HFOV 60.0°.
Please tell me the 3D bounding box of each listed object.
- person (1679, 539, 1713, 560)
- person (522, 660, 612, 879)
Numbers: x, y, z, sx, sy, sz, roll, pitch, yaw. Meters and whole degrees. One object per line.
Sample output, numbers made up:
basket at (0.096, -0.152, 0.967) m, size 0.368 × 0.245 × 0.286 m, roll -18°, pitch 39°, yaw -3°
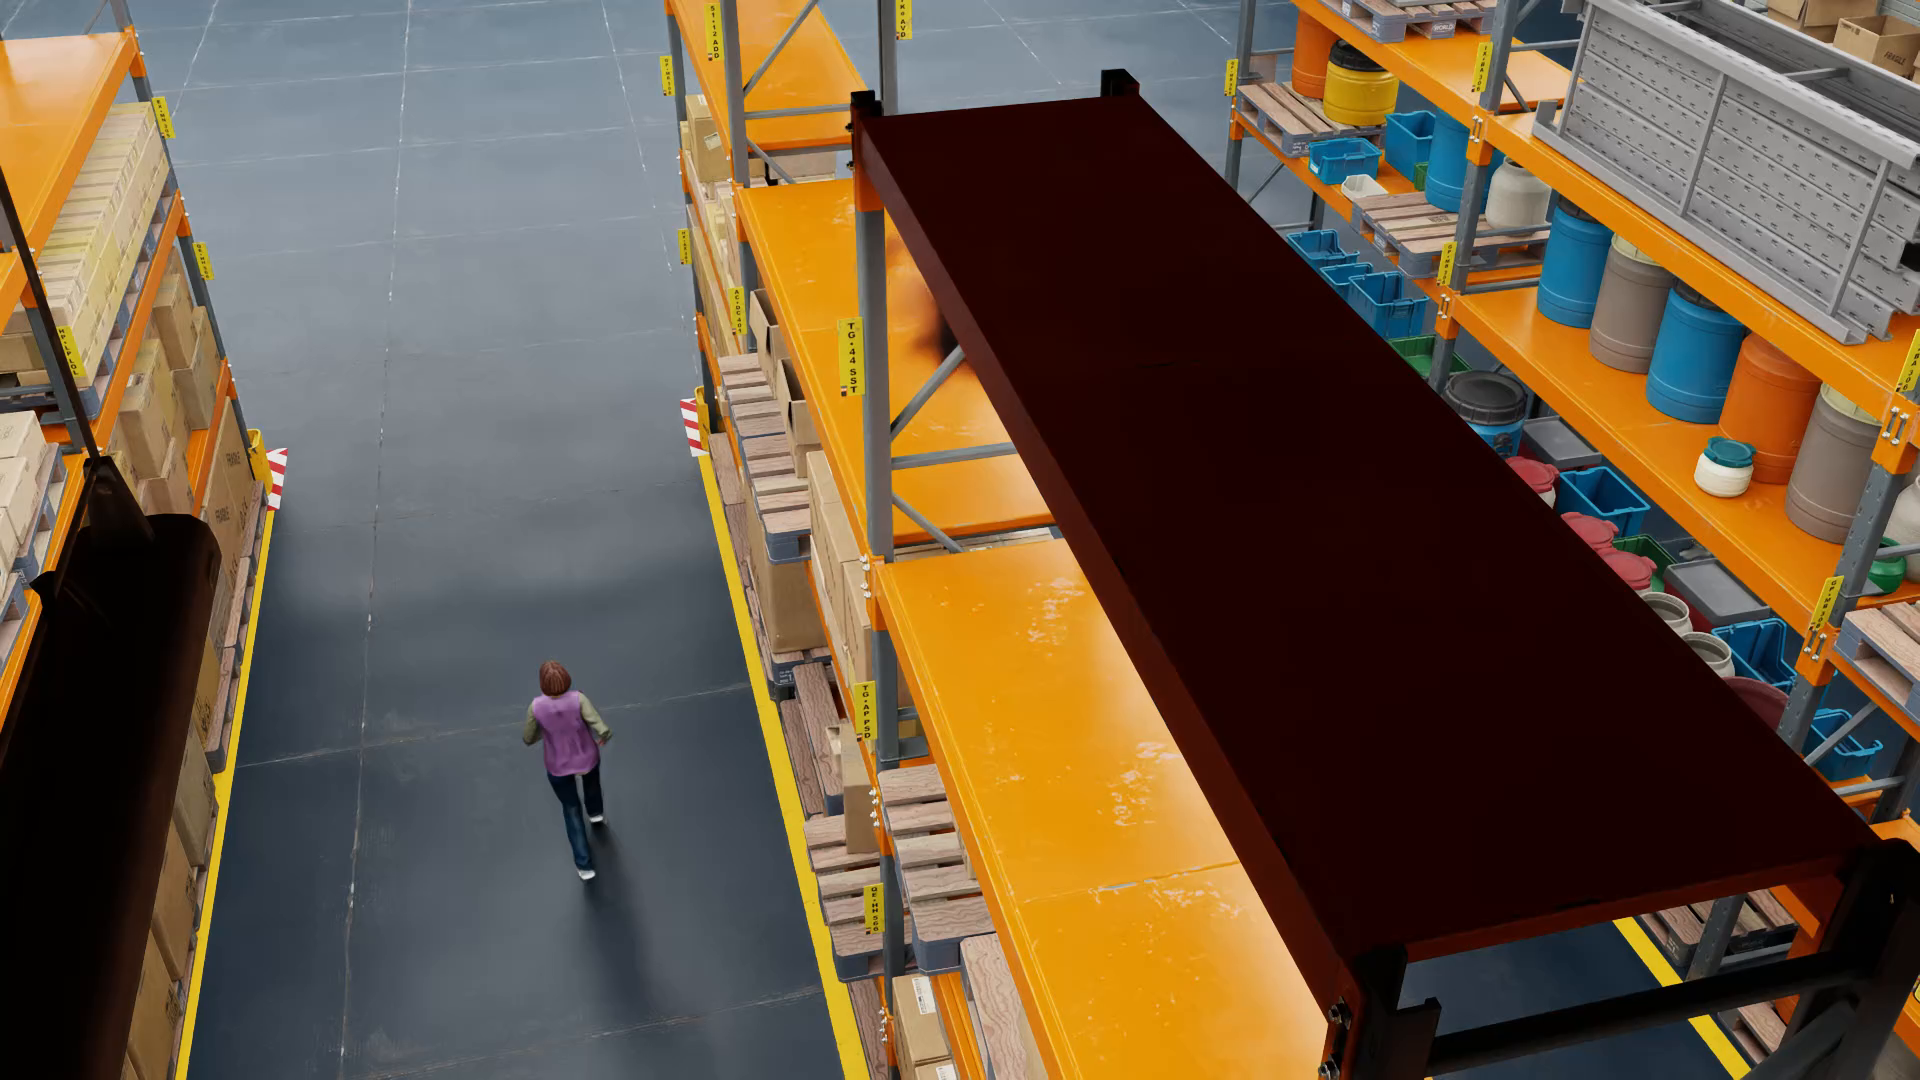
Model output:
person at (6.323, -0.395, 13.241) m, size 0.754 × 1.721 × 1.015 m, roll -25°, pitch 42°, yaw -32°
person at (-2.478, 1.429, 10.604) m, size 0.538 × 1.610 × 0.849 m, roll -10°, pitch 36°, yaw -15°
